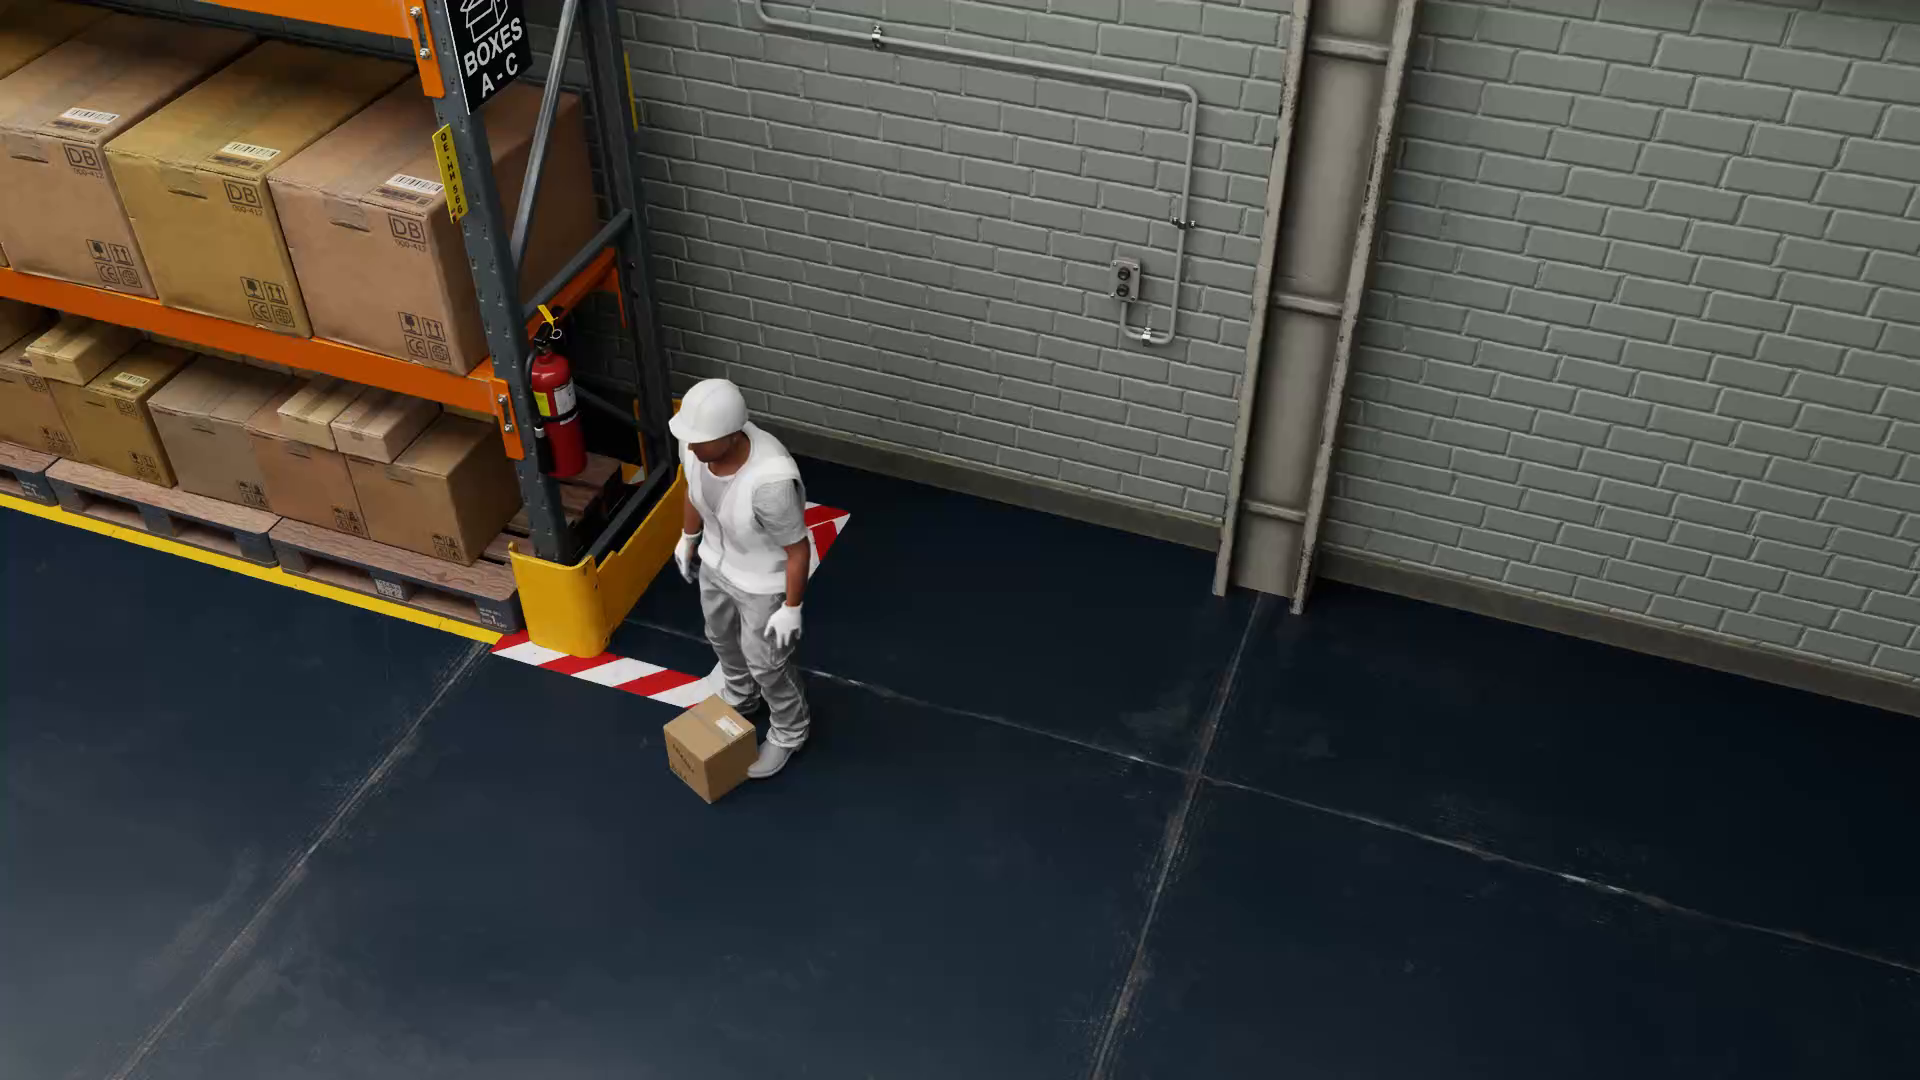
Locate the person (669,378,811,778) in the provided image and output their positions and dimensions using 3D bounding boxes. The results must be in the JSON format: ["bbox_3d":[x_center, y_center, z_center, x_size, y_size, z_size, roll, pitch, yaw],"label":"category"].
[{"bbox_3d":[-0.781,0.125,6.006,0.631,1.776,0.443,33,51,32],"label":"person"}]
